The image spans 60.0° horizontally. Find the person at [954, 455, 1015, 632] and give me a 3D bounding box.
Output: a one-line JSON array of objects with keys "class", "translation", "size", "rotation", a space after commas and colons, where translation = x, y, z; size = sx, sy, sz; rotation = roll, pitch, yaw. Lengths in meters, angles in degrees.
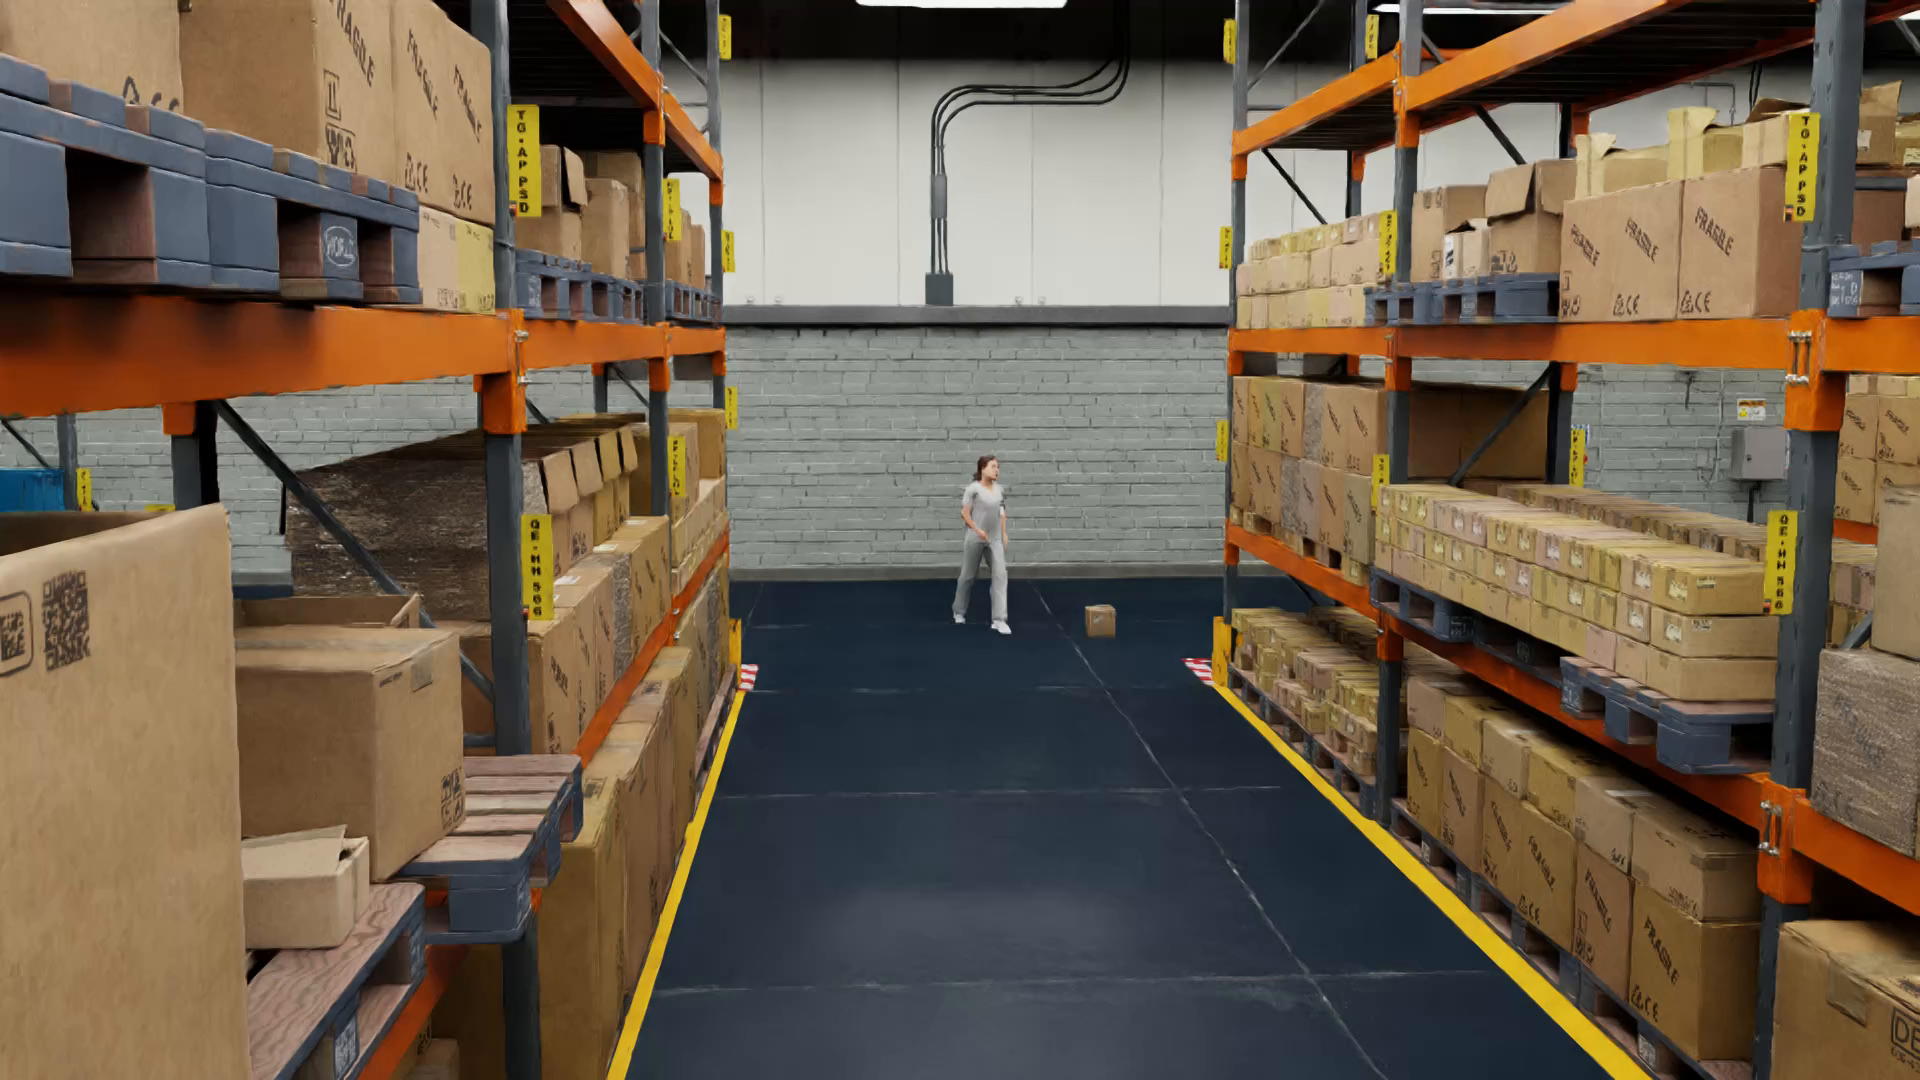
[{"class": "person", "translation": [0.298, 0.013, 15.629], "size": [0.532, 1.623, 0.997], "rotation": [-3, 8, -26]}]
